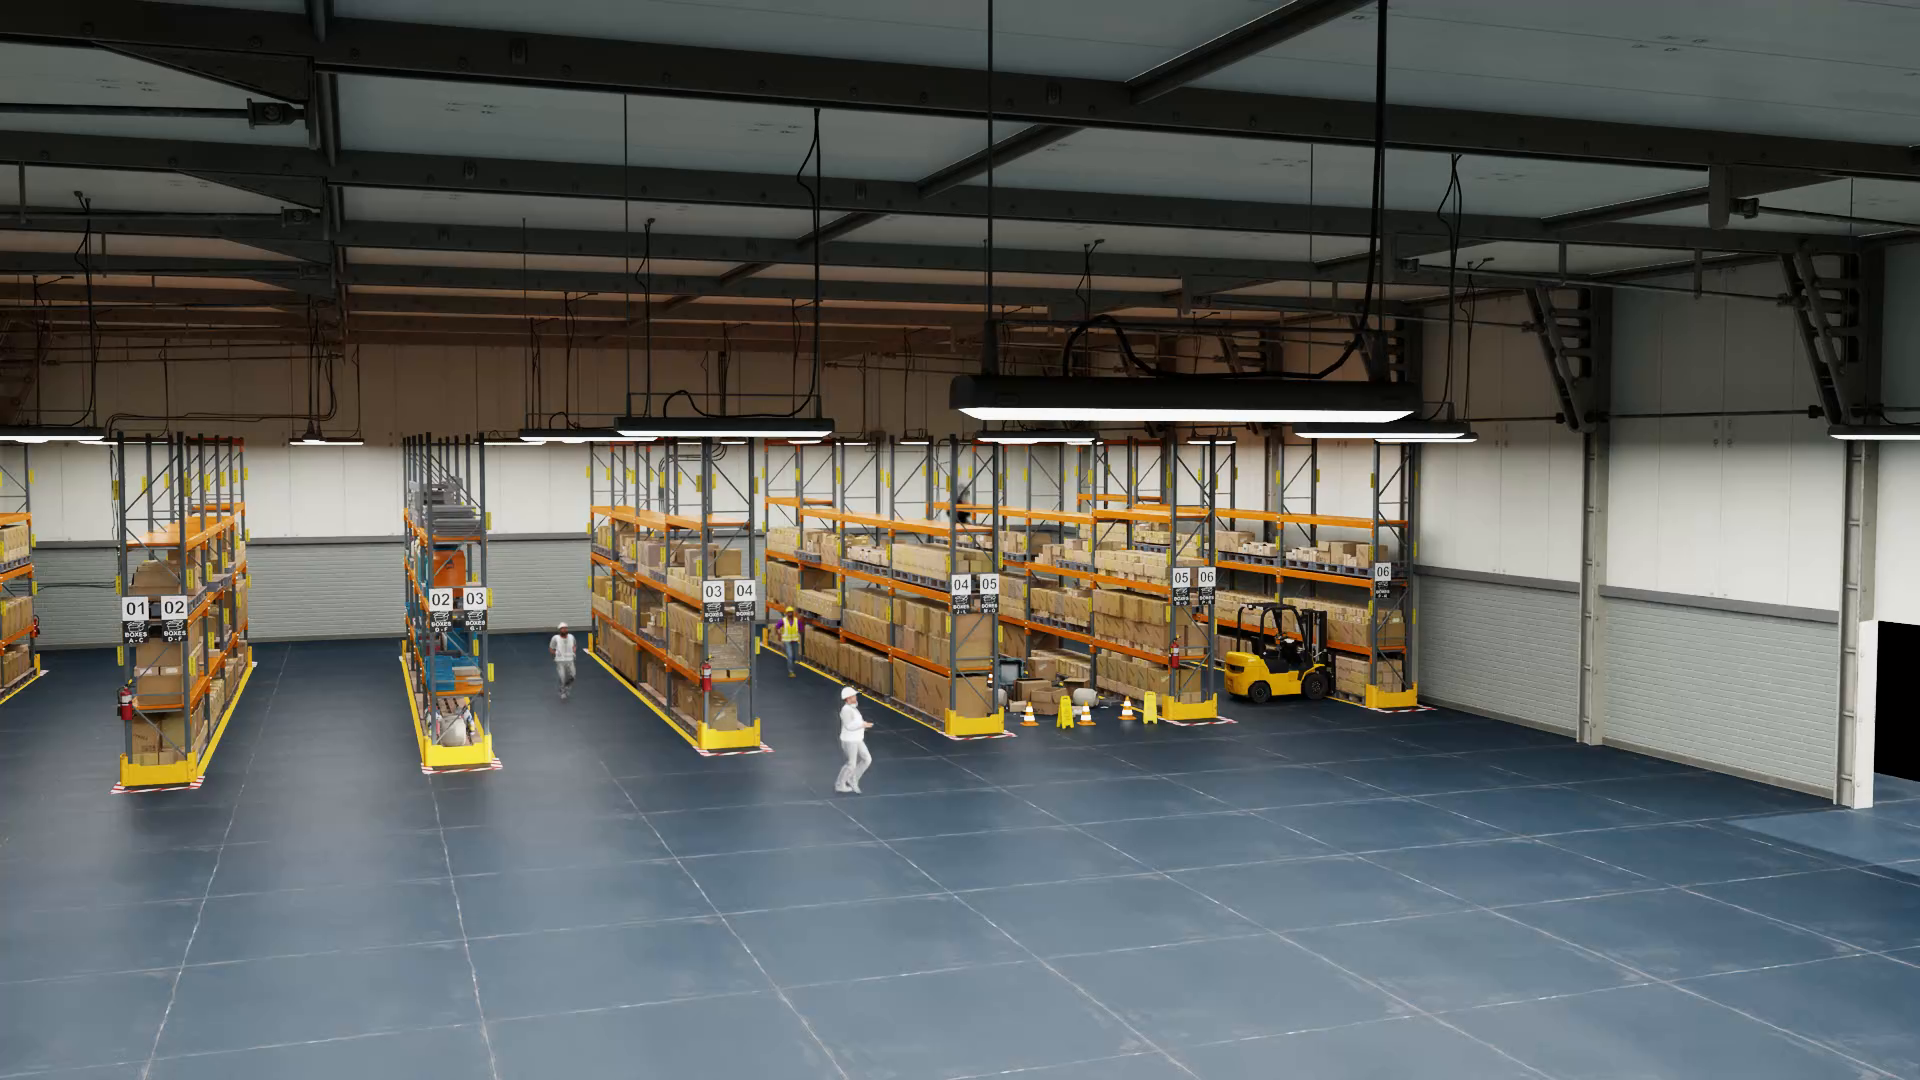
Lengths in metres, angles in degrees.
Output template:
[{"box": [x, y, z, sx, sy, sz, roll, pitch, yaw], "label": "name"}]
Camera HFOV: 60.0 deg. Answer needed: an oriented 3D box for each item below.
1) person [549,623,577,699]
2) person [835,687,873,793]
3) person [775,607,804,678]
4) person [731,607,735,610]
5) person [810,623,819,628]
[{"box": [-8.967, 2.750, 37.771, 0.669, 1.737, 0.589, -2, 4, -28], "label": "person"}, {"box": [-1.742, 3.324, 27.473, 0.669, 1.789, 0.639, 1, 3, 12], "label": "person"}, {"box": [-4.244, 2.540, 41.598, 0.714, 1.746, 0.920, -1, 3, -21], "label": "person"}, {"box": [-6.746, 2.265, 47.697, 0.651, 1.656, 0.699, 0, 3, -1], "label": "person"}, {"box": [-4.276, 2.140, 49.763, 0.679, 1.646, 0.523, -2, 4, -33], "label": "person"}]
